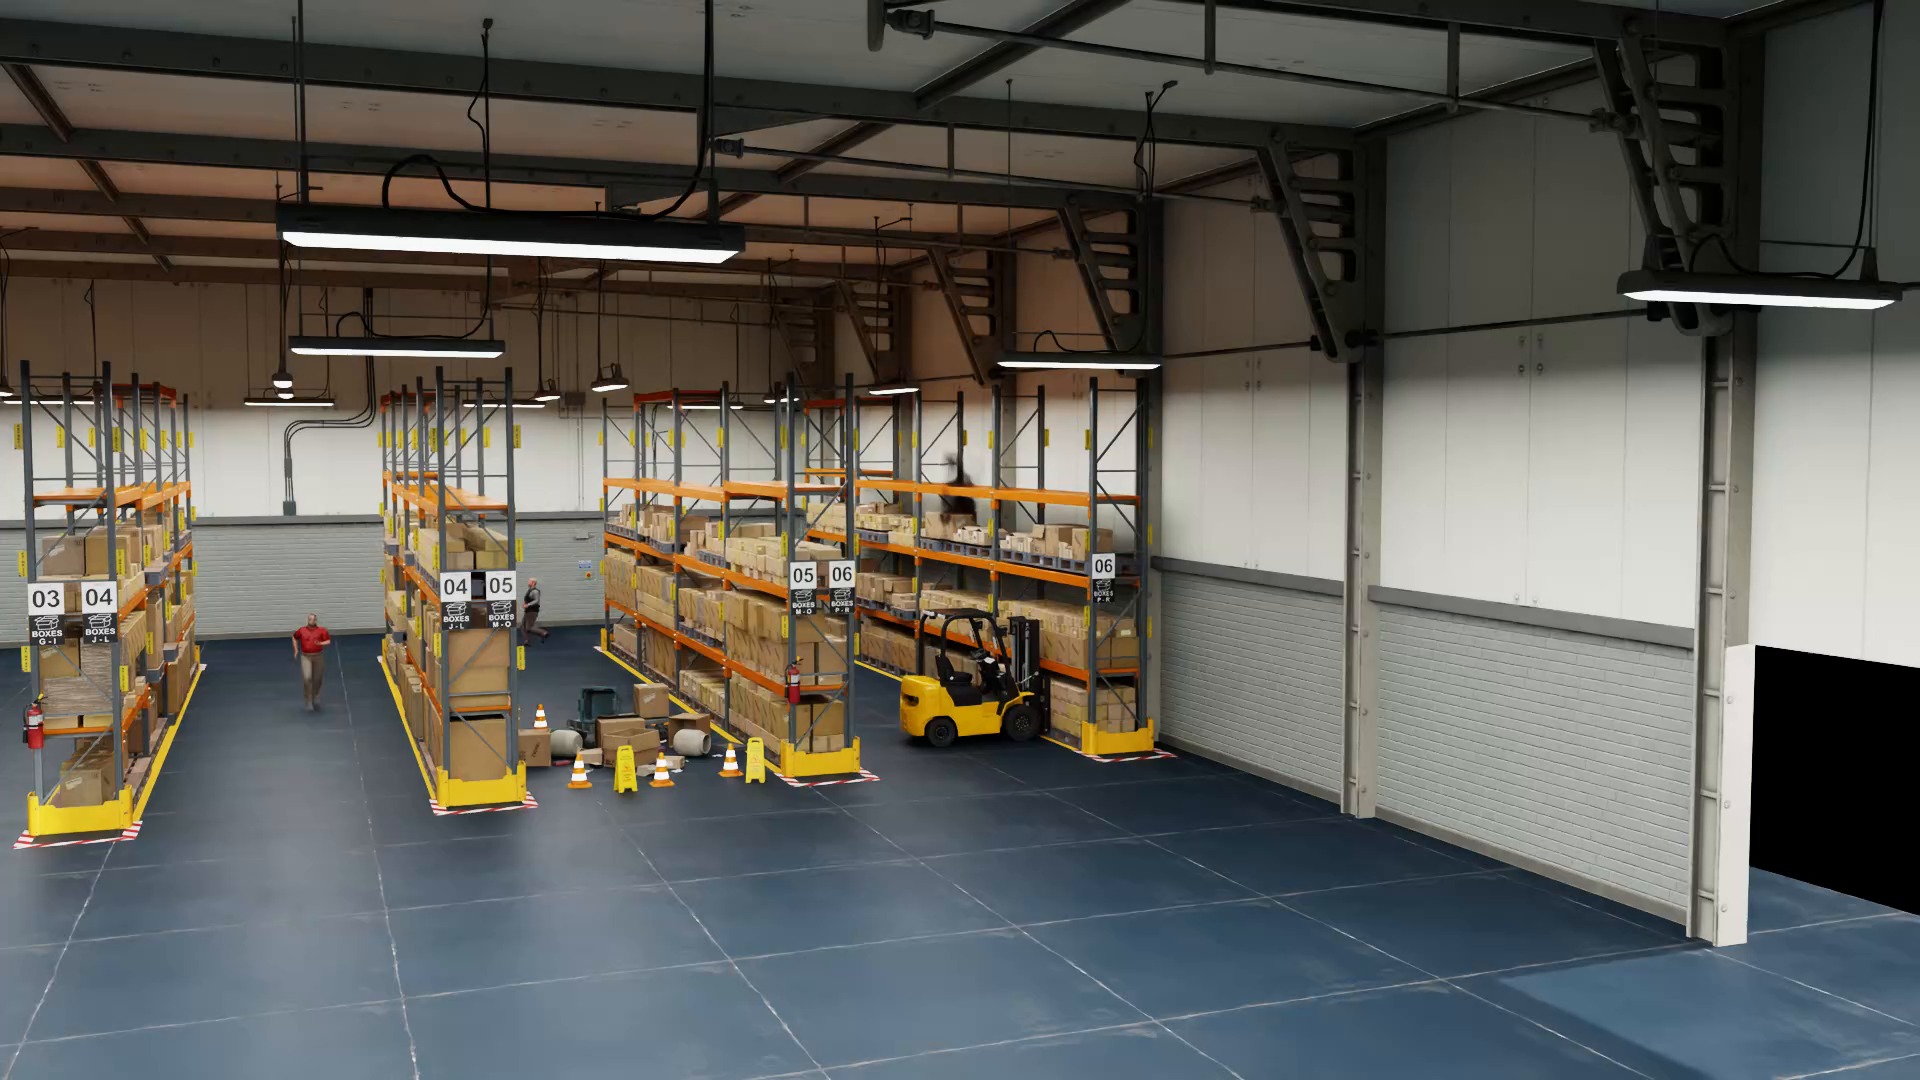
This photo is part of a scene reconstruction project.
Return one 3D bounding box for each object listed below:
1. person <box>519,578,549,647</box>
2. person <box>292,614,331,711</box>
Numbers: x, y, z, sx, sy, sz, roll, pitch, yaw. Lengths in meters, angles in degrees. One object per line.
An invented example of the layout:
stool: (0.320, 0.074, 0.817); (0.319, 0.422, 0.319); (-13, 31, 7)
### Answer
person: (-10.317, 1.749, 40.162); (0.725, 1.678, 0.661); (-2, 4, -28)
person: (-12.109, 2.265, 31.097); (0.643, 1.782, 0.848); (-2, 4, -28)
